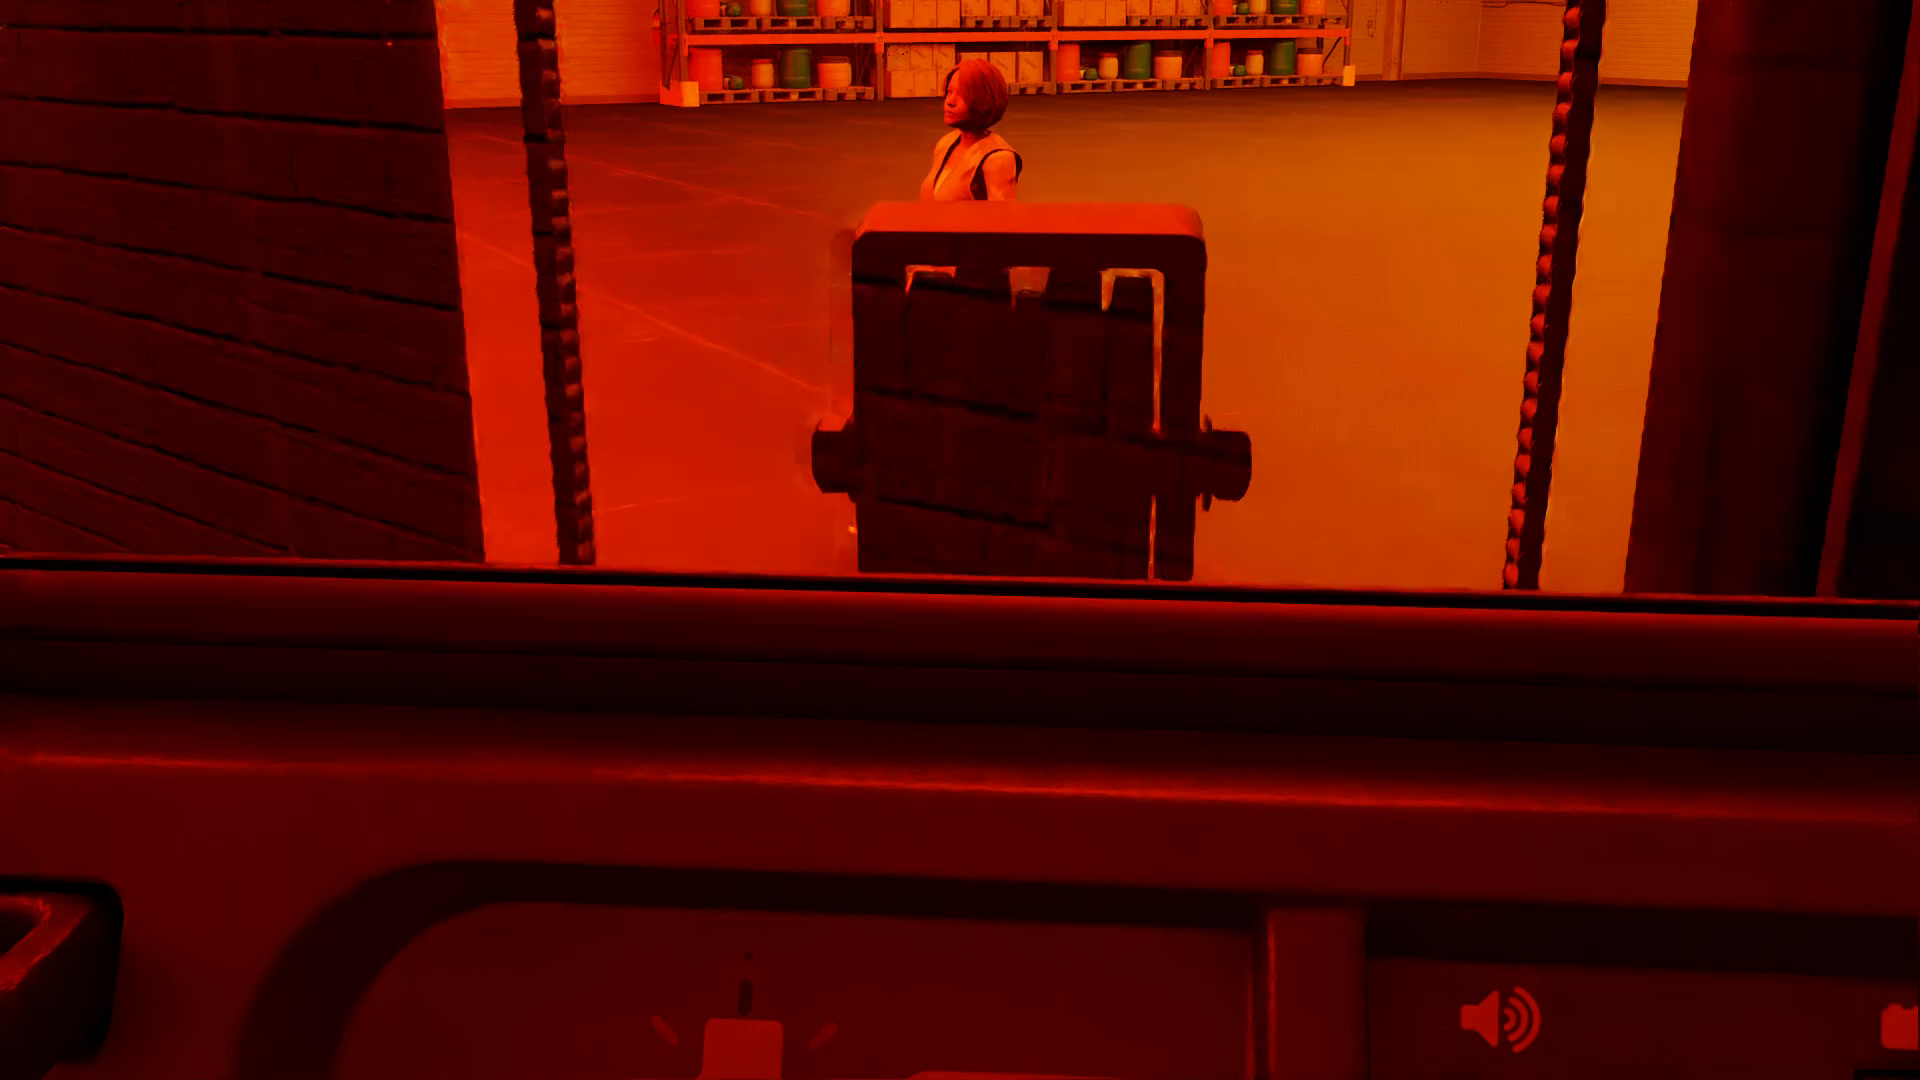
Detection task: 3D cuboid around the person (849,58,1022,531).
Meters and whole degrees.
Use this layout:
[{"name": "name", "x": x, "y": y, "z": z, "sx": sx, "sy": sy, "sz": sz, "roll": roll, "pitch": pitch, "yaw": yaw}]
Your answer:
[{"name": "person", "x": -0.071, "y": -0.760, "z": 5.489, "sx": 0.475, "sy": 1.597, "sz": 0.520, "roll": -10, "pitch": 20, "yaw": -29}]
